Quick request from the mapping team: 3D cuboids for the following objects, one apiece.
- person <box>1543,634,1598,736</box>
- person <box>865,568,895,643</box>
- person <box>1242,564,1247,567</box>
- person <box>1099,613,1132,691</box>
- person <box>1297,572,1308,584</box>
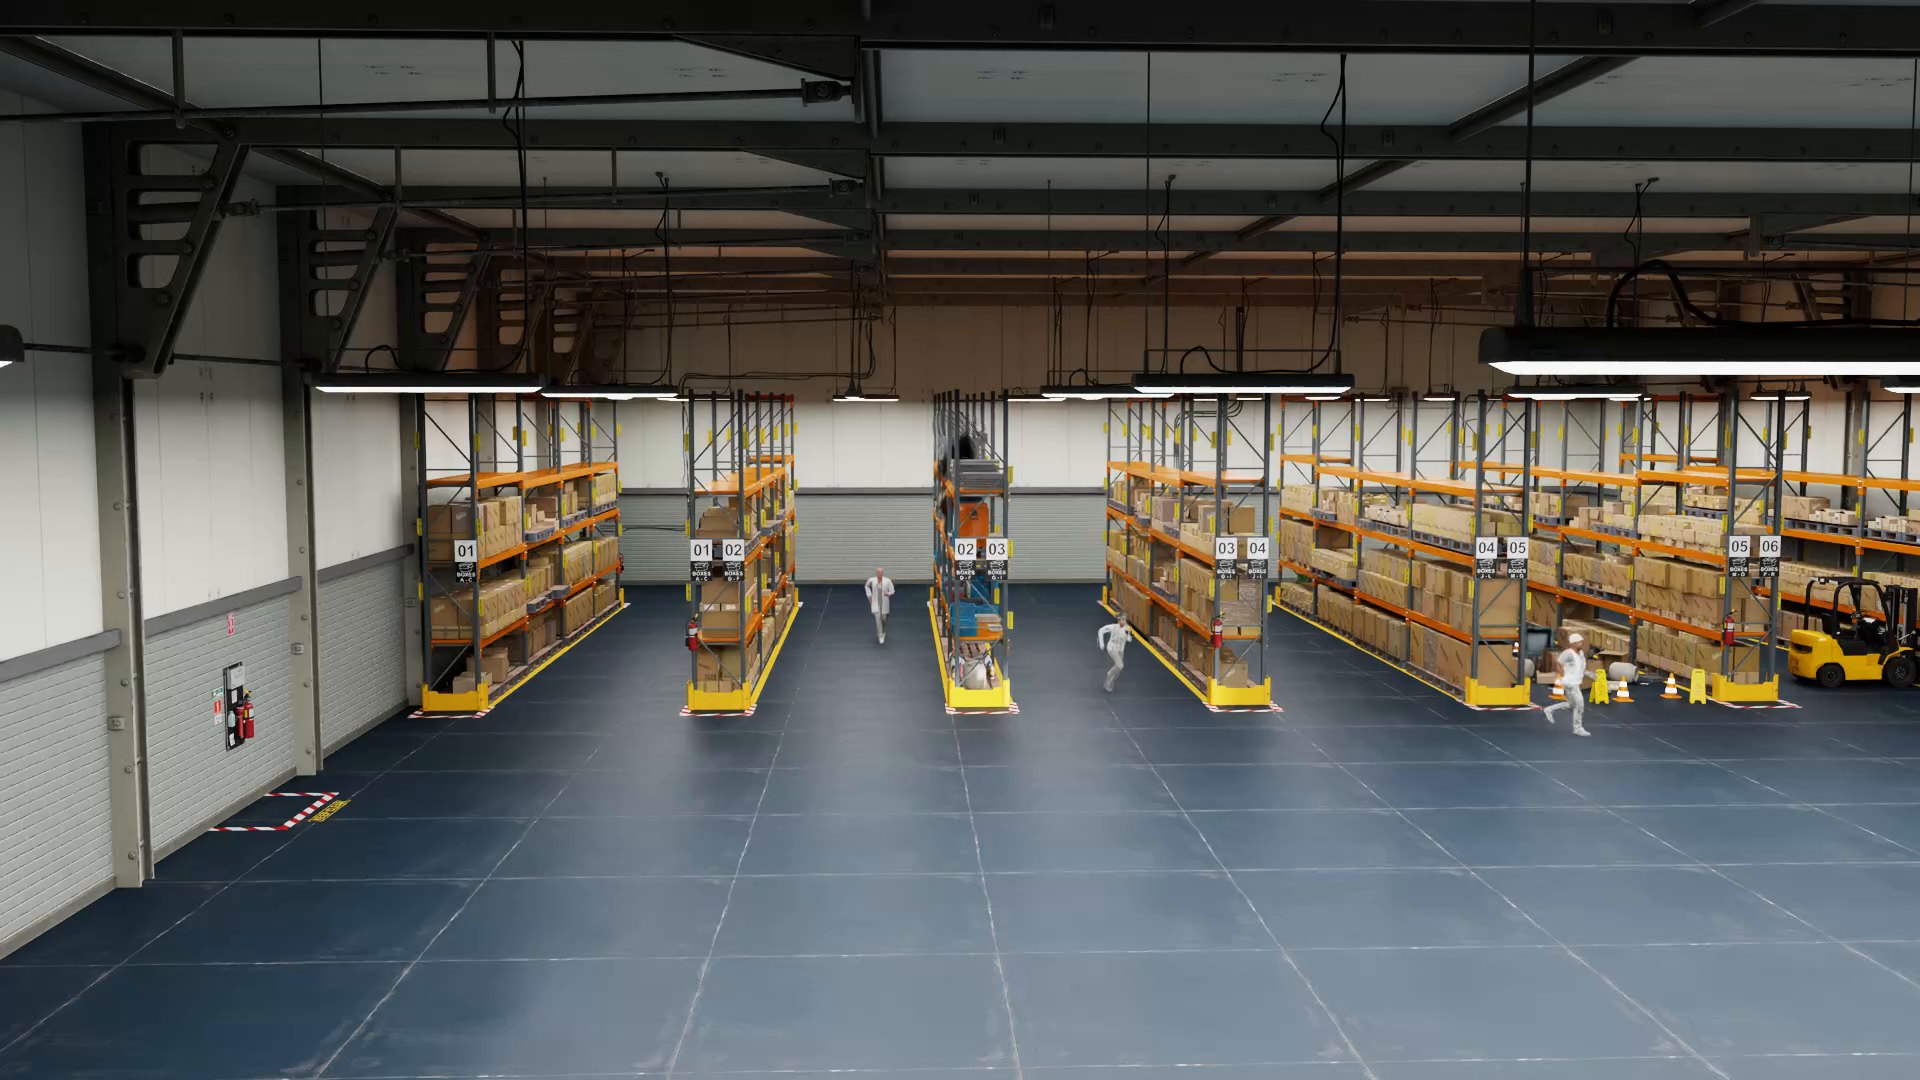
[{"bbox_3d":[10.565,2.493,28.927,0.891,1.757,0.661,4,6,41],"label":"person"},{"bbox_3d":[-1.934,1.551,40.175,0.716,1.783,0.962,0,5,-4],"label":"person"},{"bbox_3d":[8.026,1.101,45.994,0.686,1.745,0.900,0,5,-3],"label":"person"},{"bbox_3d":[3.114,2.221,33.015,0.600,1.609,0.758,-3,6,-35],"label":"person"},{"bbox_3d":[10.221,0.855,49.095,0.645,1.754,0.649,-1,5,-10],"label":"person"}]
